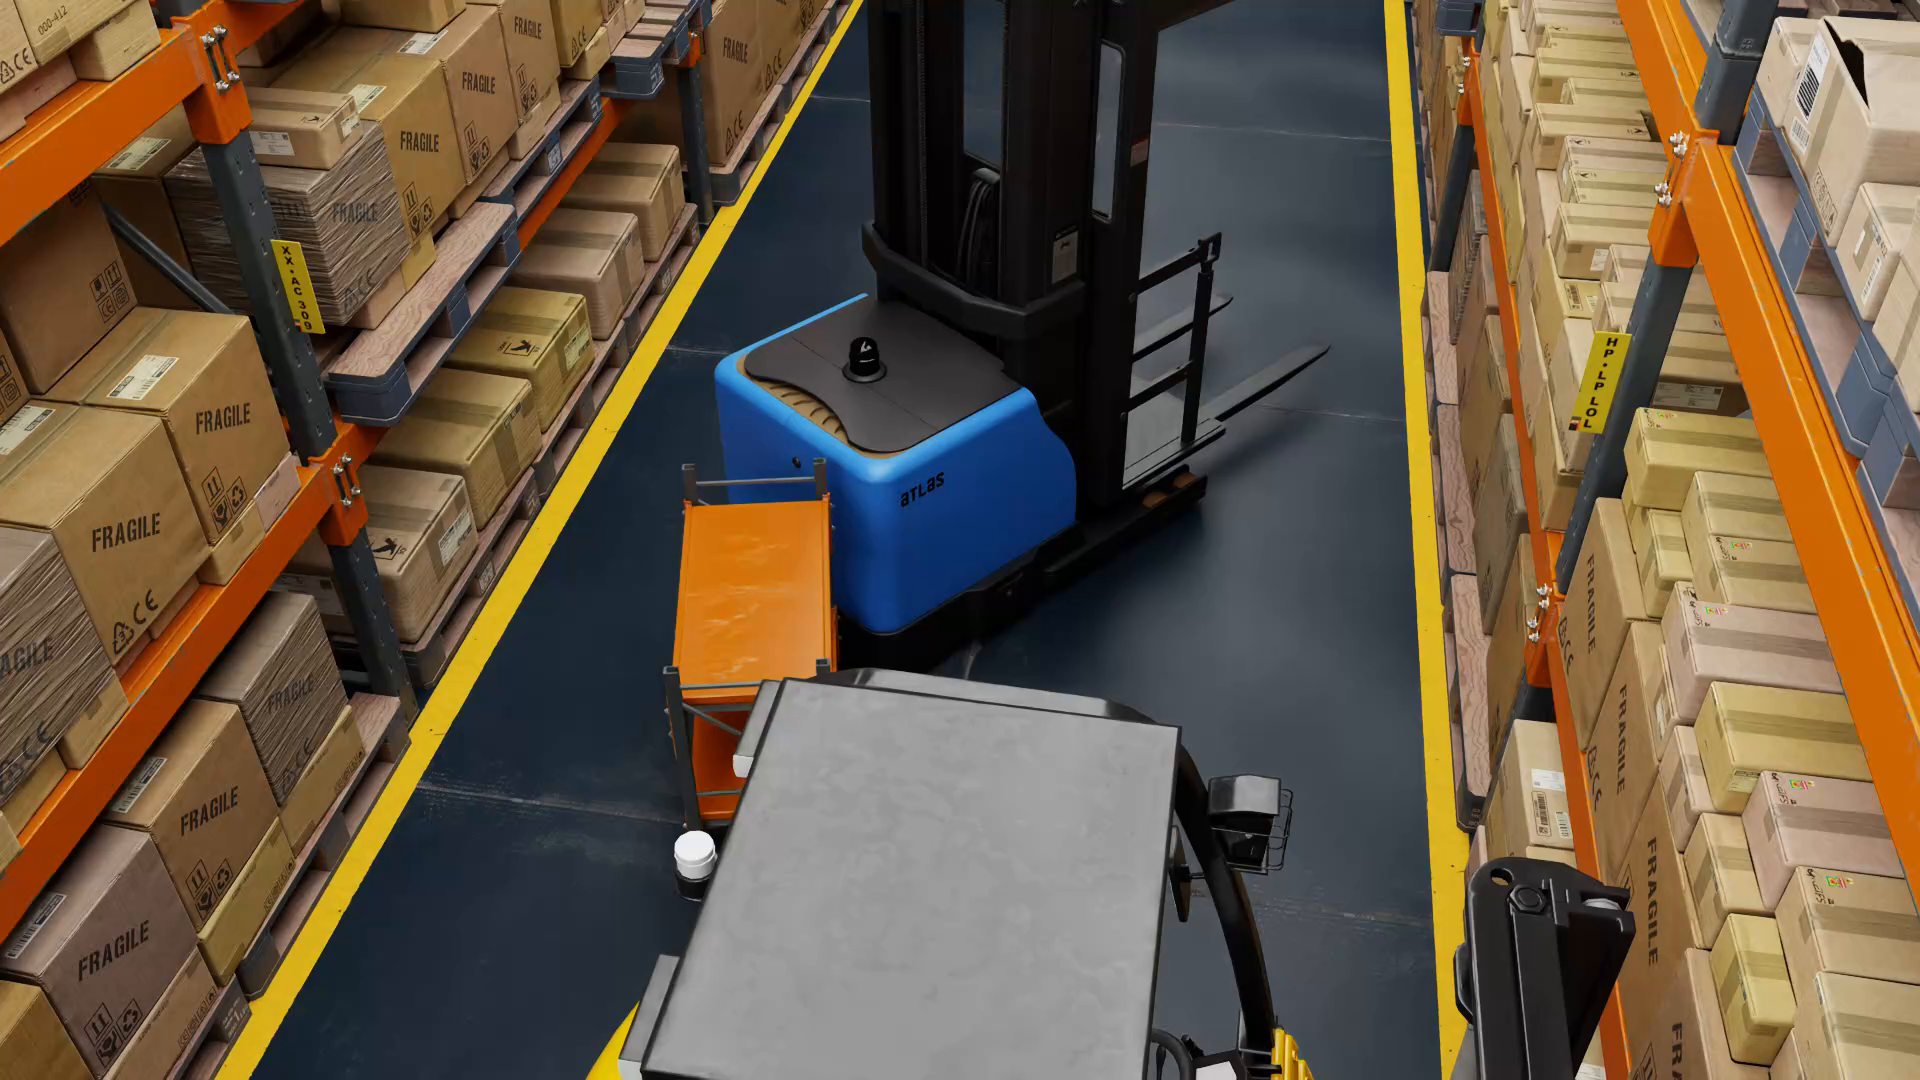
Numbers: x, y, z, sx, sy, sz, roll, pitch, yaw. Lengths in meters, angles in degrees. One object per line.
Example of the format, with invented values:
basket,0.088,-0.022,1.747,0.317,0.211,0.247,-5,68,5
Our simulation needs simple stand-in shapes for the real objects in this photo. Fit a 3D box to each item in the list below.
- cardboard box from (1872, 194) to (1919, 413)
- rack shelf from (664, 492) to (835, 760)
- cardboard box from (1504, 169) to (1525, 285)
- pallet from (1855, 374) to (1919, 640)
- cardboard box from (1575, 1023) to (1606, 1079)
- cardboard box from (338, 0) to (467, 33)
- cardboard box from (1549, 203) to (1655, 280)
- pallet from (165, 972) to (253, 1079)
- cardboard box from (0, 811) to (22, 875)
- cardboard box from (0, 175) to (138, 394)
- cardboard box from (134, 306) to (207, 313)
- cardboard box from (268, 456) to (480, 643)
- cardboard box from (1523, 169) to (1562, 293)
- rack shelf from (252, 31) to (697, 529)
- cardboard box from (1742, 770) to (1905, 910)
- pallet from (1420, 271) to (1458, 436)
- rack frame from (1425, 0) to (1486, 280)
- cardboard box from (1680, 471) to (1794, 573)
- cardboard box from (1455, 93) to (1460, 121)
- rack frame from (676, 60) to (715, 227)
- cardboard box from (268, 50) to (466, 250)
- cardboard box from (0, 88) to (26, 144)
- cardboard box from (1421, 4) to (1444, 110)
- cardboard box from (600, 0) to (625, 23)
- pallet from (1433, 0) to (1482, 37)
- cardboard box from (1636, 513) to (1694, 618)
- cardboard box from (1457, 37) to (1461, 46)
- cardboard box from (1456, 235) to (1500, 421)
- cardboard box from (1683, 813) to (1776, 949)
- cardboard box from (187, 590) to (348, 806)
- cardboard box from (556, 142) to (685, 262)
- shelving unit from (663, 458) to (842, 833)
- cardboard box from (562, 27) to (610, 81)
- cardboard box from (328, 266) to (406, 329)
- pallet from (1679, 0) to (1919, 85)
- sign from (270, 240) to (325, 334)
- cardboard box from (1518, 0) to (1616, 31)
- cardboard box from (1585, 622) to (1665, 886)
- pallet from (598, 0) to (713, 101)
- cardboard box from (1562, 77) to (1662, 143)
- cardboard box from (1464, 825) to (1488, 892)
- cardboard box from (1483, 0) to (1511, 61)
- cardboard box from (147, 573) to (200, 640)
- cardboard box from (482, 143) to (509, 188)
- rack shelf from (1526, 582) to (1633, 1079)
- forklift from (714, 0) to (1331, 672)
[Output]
cardboard box,1.740,-0.367,2.683,0.396,0.266,0.258,6,40,7
rack shelf,-0.682,0.265,5.587,0.538,0.278,1.000,-3,40,-3
cardboard box,2.405,-1.197,6.461,0.500,0.250,0.500,8,40,9
pallet,1.960,0.219,2.346,1.003,0.211,1.213,6,40,8
cardboard box,1.730,1.455,4.180,0.500,0.250,0.500,8,40,9
cardboard box,-2.078,-2.020,6.188,0.380,0.149,0.250,9,40,10
cardboard box,2.172,-0.979,5.493,0.380,0.149,0.250,5,40,6
pallet,-2.884,1.763,4.952,1.003,0.211,1.213,6,40,8
cardboard box,-2.604,0.788,4.140,0.380,0.149,0.250,7,40,8
cardboard box,-2.883,-0.792,4.757,0.700,0.500,0.500,6,40,7
cardboard box,-2.777,-0.924,5.881,0.380,0.149,0.250,7,40,8
cardboard box,-2.505,0.016,6.609,0.950,0.372,0.625,7,40,8
cardboard box,2.305,-1.075,5.922,0.500,0.250,0.500,7,40,9
rack shelf,-2.248,-1.483,7.254,1.077,0.370,4.000,6,40,8
cardboard box,1.803,0.621,3.324,0.380,0.149,0.250,6,40,7
pallet,2.807,-0.884,8.153,1.003,0.211,1.213,6,40,8
rack frame,2.988,-2.471,7.884,1.000,3.000,0.127,6,40,8
cardboard box,2.009,-0.020,4.099,0.380,0.149,0.250,7,40,8
cardboard box,2.824,-2.257,8.749,0.380,0.149,0.250,5,40,5
rack frame,-1.902,-3.016,8.543,1.000,3.000,0.127,6,40,8
cardboard box,-2.144,-1.397,5.945,0.500,0.500,0.500,7,40,8
cardboard box,-2.499,-1.021,3.974,0.380,0.149,0.250,7,40,8
cardboard box,3.106,-2.928,10.069,0.500,0.500,0.500,5,40,6
cardboard box,-1.785,-2.689,7.507,0.500,0.500,0.500,6,40,7
pallet,3.036,-2.830,8.469,1.213,0.211,1.003,6,40,8
cardboard box,1.938,0.085,4.206,0.380,0.149,0.250,7,40,9
cardboard box,3.063,-2.909,9.538,0.380,0.149,0.250,6,40,7
cardboard box,2.761,-0.916,7.538,0.875,0.625,0.625,8,40,9
cardboard box,1.732,0.722,3.435,0.380,0.149,0.250,5,40,6
cardboard box,-2.432,0.505,5.526,0.500,0.500,0.500,6,40,7
cardboard box,-2.009,-1.811,8.819,0.950,0.372,0.625,4,40,5
shelving unit,-0.682,0.491,5.774,0.538,1.125,1.048,-3,40,-3
cardboard box,-1.786,-2.178,7.398,0.380,0.149,0.250,7,40,8
cardboard box,-2.187,-0.882,5.831,0.380,0.149,0.250,7,40,8
pallet,2.436,-1.598,4.624,0.805,0.209,1.217,5,40,6
sign,-2.058,-0.784,5.165,0.100,0.325,0.005,6,40,8
cardboard box,2.578,-2.260,7.042,0.380,0.149,0.250,7,40,9
cardboard box,1.888,0.580,4.116,0.500,0.500,0.500,7,40,8
pallet,-1.920,-2.483,8.049,1.213,0.211,1.003,6,40,8
cardboard box,2.480,-1.607,6.252,0.380,0.149,0.250,6,40,8
cardboard box,1.886,1.205,5.267,0.500,0.250,0.500,7,40,8
cardboard box,2.646,-2.357,7.472,0.500,0.250,0.500,6,40,8
cardboard box,-2.508,0.139,4.925,0.380,0.149,0.250,7,40,8
cardboard box,-2.031,-1.536,6.621,0.380,0.149,0.250,7,40,8
rack shelf,1.950,1.572,3.559,1.077,0.370,4.000,6,40,8
forklift,0.458,-1.401,6.644,3.031,2.935,1.130,-31,48,-32
